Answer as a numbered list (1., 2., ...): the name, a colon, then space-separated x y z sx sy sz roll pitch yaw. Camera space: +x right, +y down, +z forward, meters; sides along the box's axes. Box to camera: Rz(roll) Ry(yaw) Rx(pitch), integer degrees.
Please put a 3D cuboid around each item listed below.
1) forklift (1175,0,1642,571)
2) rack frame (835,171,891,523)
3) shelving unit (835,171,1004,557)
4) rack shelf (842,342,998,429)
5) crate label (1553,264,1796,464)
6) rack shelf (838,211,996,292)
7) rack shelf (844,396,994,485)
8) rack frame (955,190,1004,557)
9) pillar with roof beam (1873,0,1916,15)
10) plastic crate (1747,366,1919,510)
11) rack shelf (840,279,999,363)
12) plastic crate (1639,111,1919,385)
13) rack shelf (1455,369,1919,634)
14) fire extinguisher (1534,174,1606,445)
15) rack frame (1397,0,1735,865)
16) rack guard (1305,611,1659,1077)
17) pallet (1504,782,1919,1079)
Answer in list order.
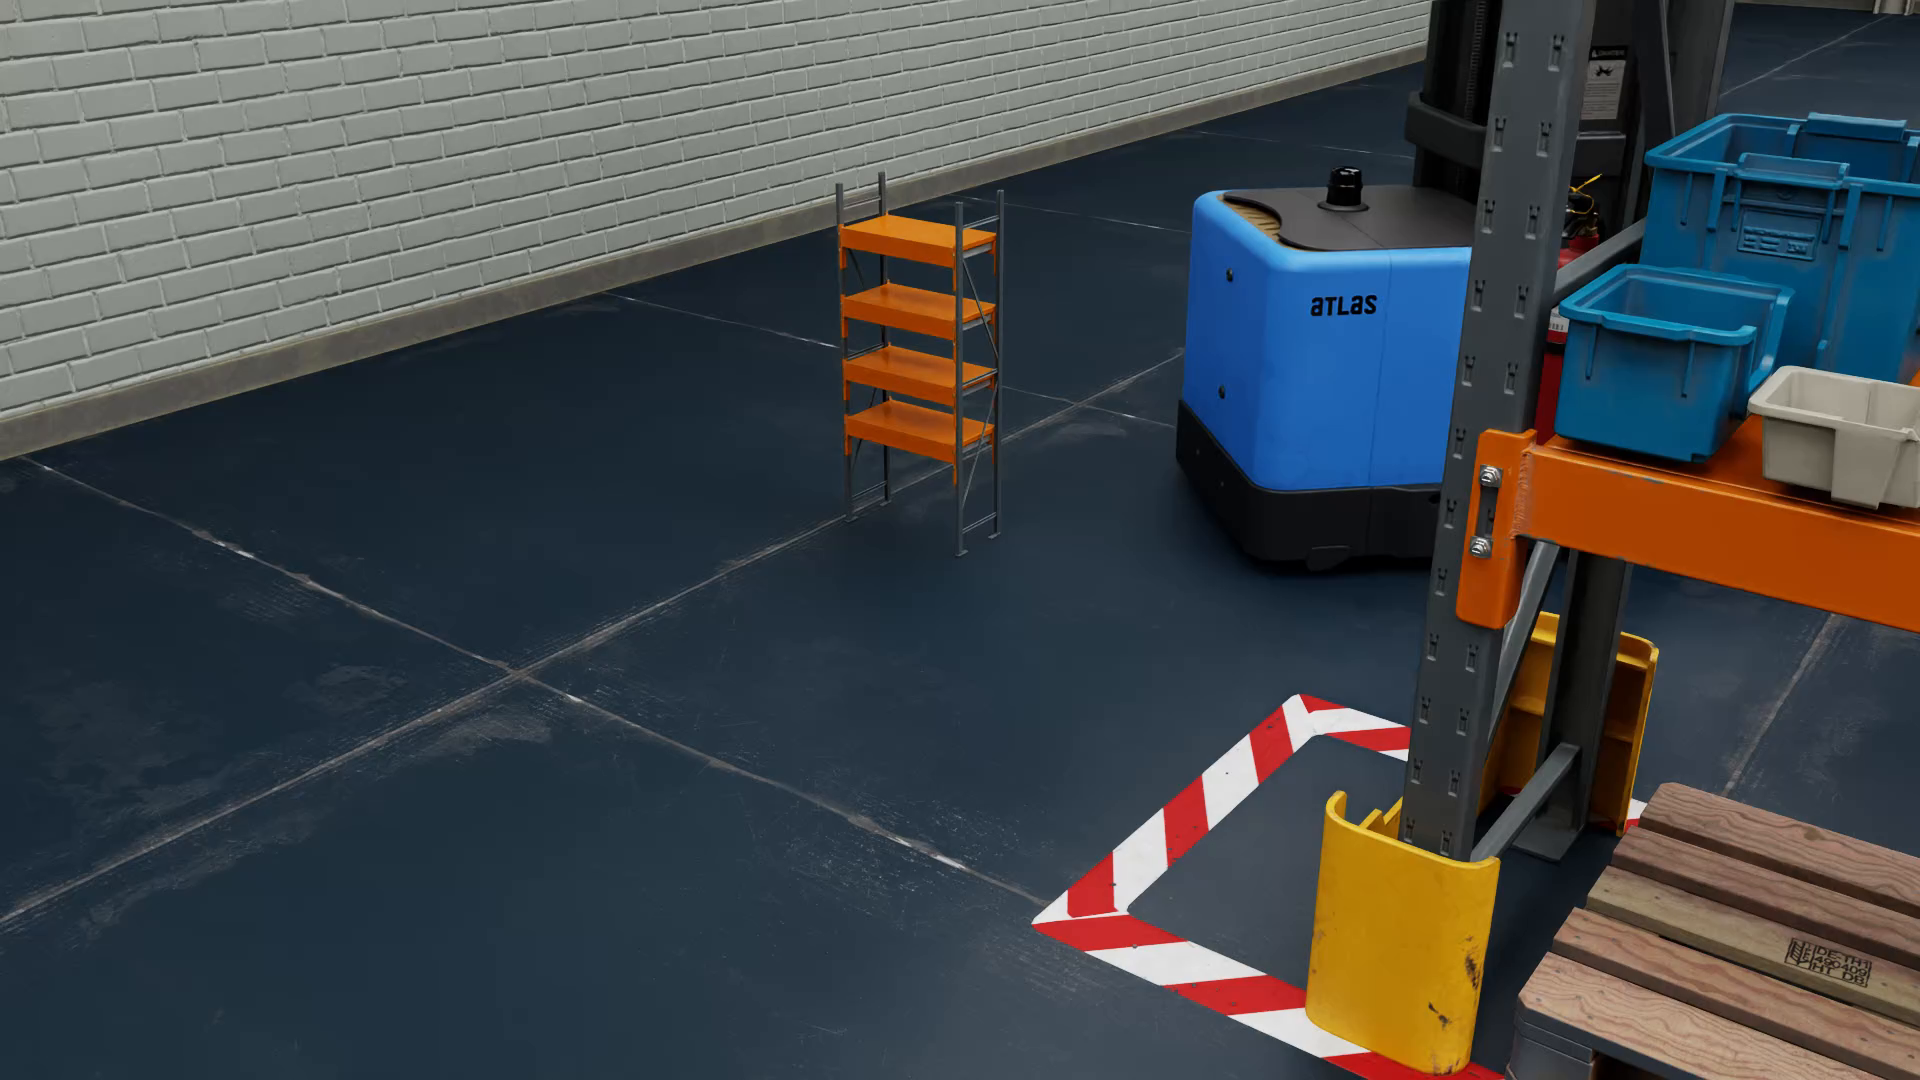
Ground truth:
1. forklift: 2.373 -1.499 5.518 3.031 2.935 1.130 -3 24 -8
2. rack frame: -0.328 -0.648 5.733 0.015 1.200 0.240 17 29 33
3. shelving unit: -0.132 -0.589 5.599 0.503 1.200 0.258 17 29 33
4. rack shelf: -0.132 -0.528 5.626 0.480 0.148 0.258 17 29 33
5. crate label: 1.215 -0.304 2.853 0.303 0.233 0.416 17 29 33
6. rack shelf: -0.132 -0.949 5.440 0.480 0.148 0.258 17 29 33
7. rack shelf: -0.132 -0.346 5.706 0.480 0.148 0.258 17 29 33
8. rack frame: 0.063 -0.530 5.465 0.015 1.200 0.240 17 29 33
9. pillar with roof beam: 8.904 -9.216 15.506 0.400 9.000 9.100 17 29 33
10. plastic crate: 1.422 -0.156 2.636 0.298 0.136 0.250 17 29 33
11. rack shelf: -0.132 -0.732 5.536 0.480 0.148 0.258 17 29 33
12. plastic crate: 1.595 -0.542 3.142 0.499 0.435 0.616 17 29 33
13. rack shelf: 2.815 0.294 2.256 4.000 0.370 1.077 17 29 33
14. fire extinguisher: 1.367 -0.496 3.715 0.183 0.674 0.296 17 29 33
15. rack frame: 1.215 -0.519 3.208 0.127 3.000 1.000 17 29 33
16. rack guard: 1.188 0.623 3.716 0.348 0.500 1.175 17 29 33
17. pallet: 1.852 0.969 3.289 1.213 0.211 1.003 17 29 33
